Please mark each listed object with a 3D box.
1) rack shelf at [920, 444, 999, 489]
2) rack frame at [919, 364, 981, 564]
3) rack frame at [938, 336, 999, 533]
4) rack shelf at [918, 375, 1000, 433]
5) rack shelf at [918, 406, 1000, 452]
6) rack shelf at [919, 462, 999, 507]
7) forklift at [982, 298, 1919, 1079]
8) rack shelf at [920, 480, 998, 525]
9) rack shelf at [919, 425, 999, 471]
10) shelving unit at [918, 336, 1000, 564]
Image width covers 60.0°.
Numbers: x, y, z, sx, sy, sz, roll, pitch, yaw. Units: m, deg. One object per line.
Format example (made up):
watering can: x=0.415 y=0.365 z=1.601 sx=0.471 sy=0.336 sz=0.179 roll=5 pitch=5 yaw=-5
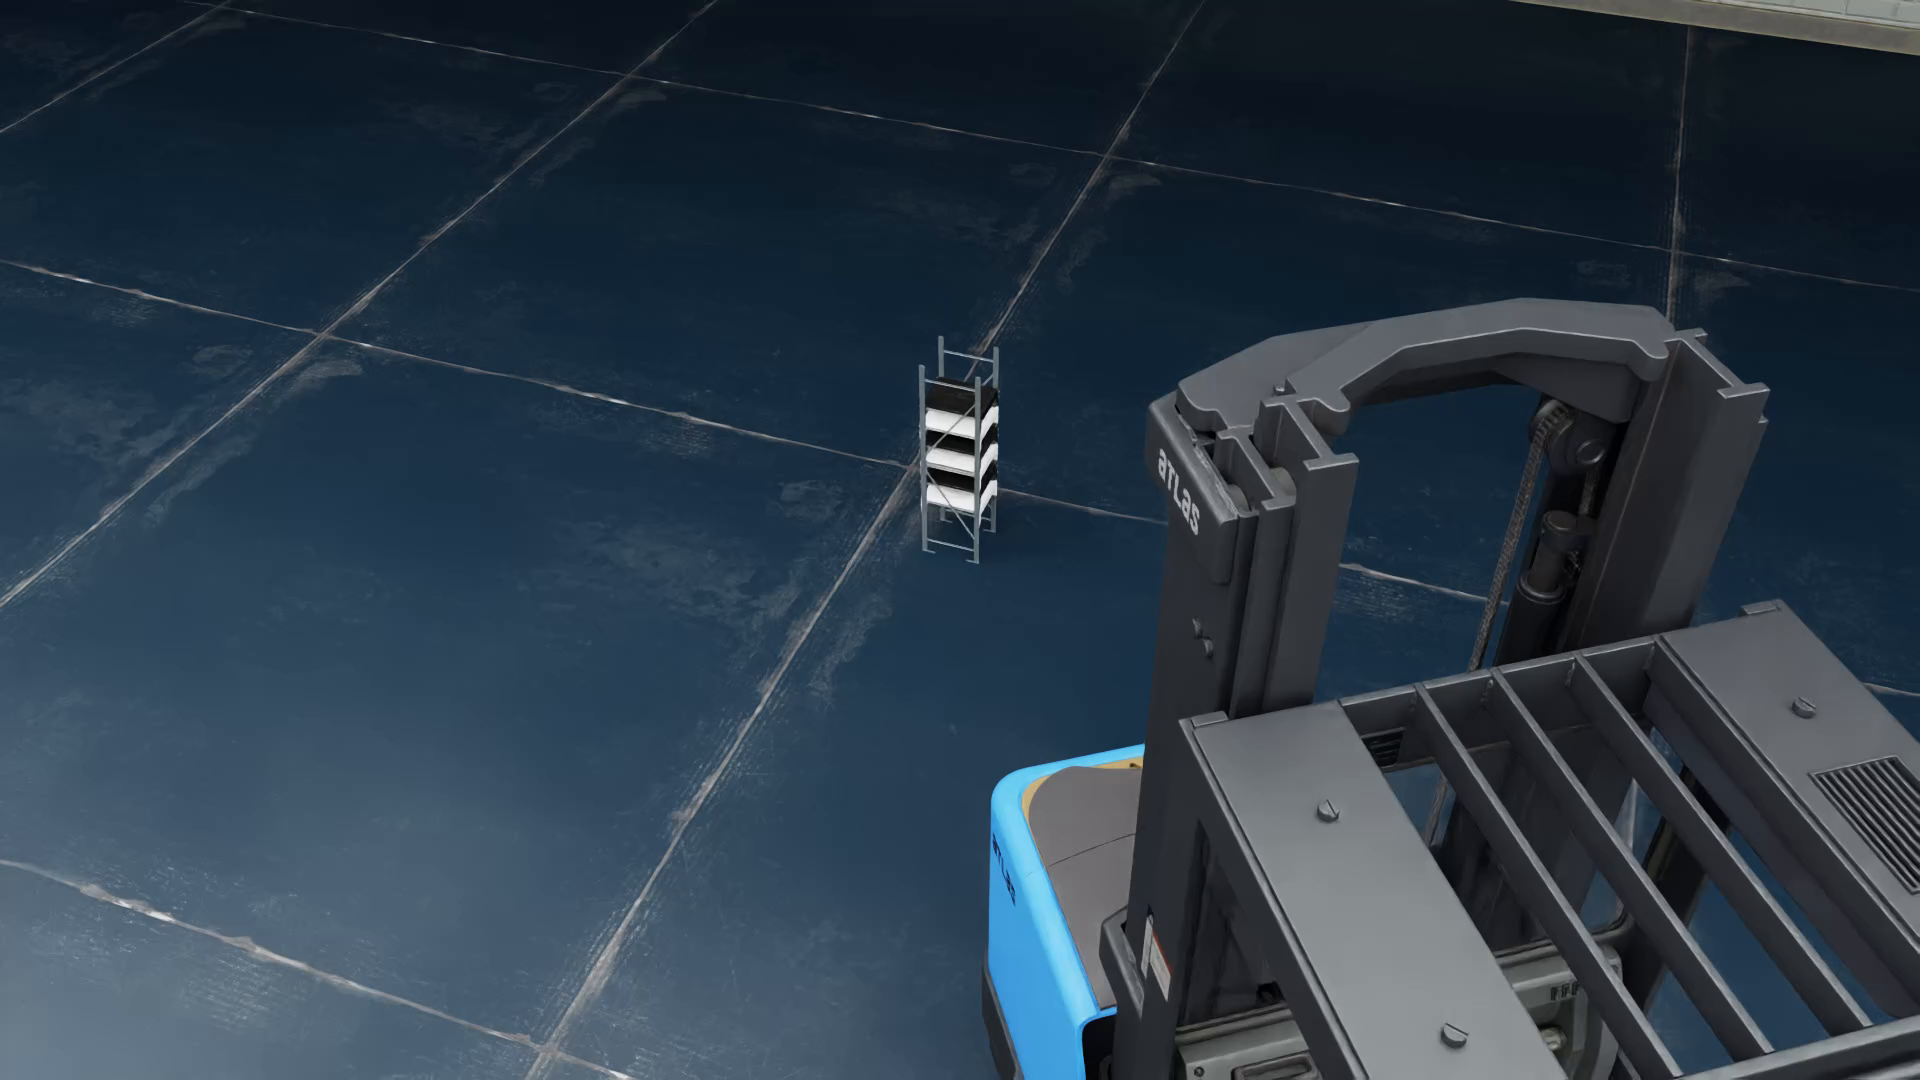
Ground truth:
rack shelf: x=-0.003 y=-0.312 z=6.474 sx=0.258 sy=0.077 sz=0.200 roll=13 pitch=42 yaw=15
rack frame: x=-0.038 y=-0.275 z=6.379 sx=0.240 sy=0.900 sz=0.006 roll=13 pitch=42 yaw=15
rack frame: x=0.032 y=-0.399 z=6.525 sx=0.240 sy=0.900 sz=0.006 roll=13 pitch=42 yaw=15
rack shelf: x=-0.003 y=-0.517 z=6.299 sx=0.258 sy=0.077 sz=0.200 roll=13 pitch=42 yaw=15
rack shelf: x=-0.003 y=-0.449 z=6.357 sx=0.258 sy=0.077 sz=0.200 roll=13 pitch=42 yaw=15
rack shelf: x=-0.003 y=-0.244 z=6.532 sx=0.258 sy=0.077 sz=0.200 roll=13 pitch=42 yaw=15
forklift: x=0.941 y=1.161 z=3.131 sx=1.130 sy=2.935 sz=3.031 roll=-10 pitch=41 yaw=-11
rack shelf: x=-0.003 y=-0.175 z=6.591 sx=0.258 sy=0.077 sz=0.200 roll=13 pitch=42 yaw=15
rack shelf: x=-0.003 y=-0.380 z=6.415 sx=0.258 sy=0.077 sz=0.200 roll=13 pitch=42 yaw=15
shelving unit: x=-0.003 y=-0.337 z=6.452 sx=0.258 sy=0.900 sz=0.210 roll=13 pitch=42 yaw=15
